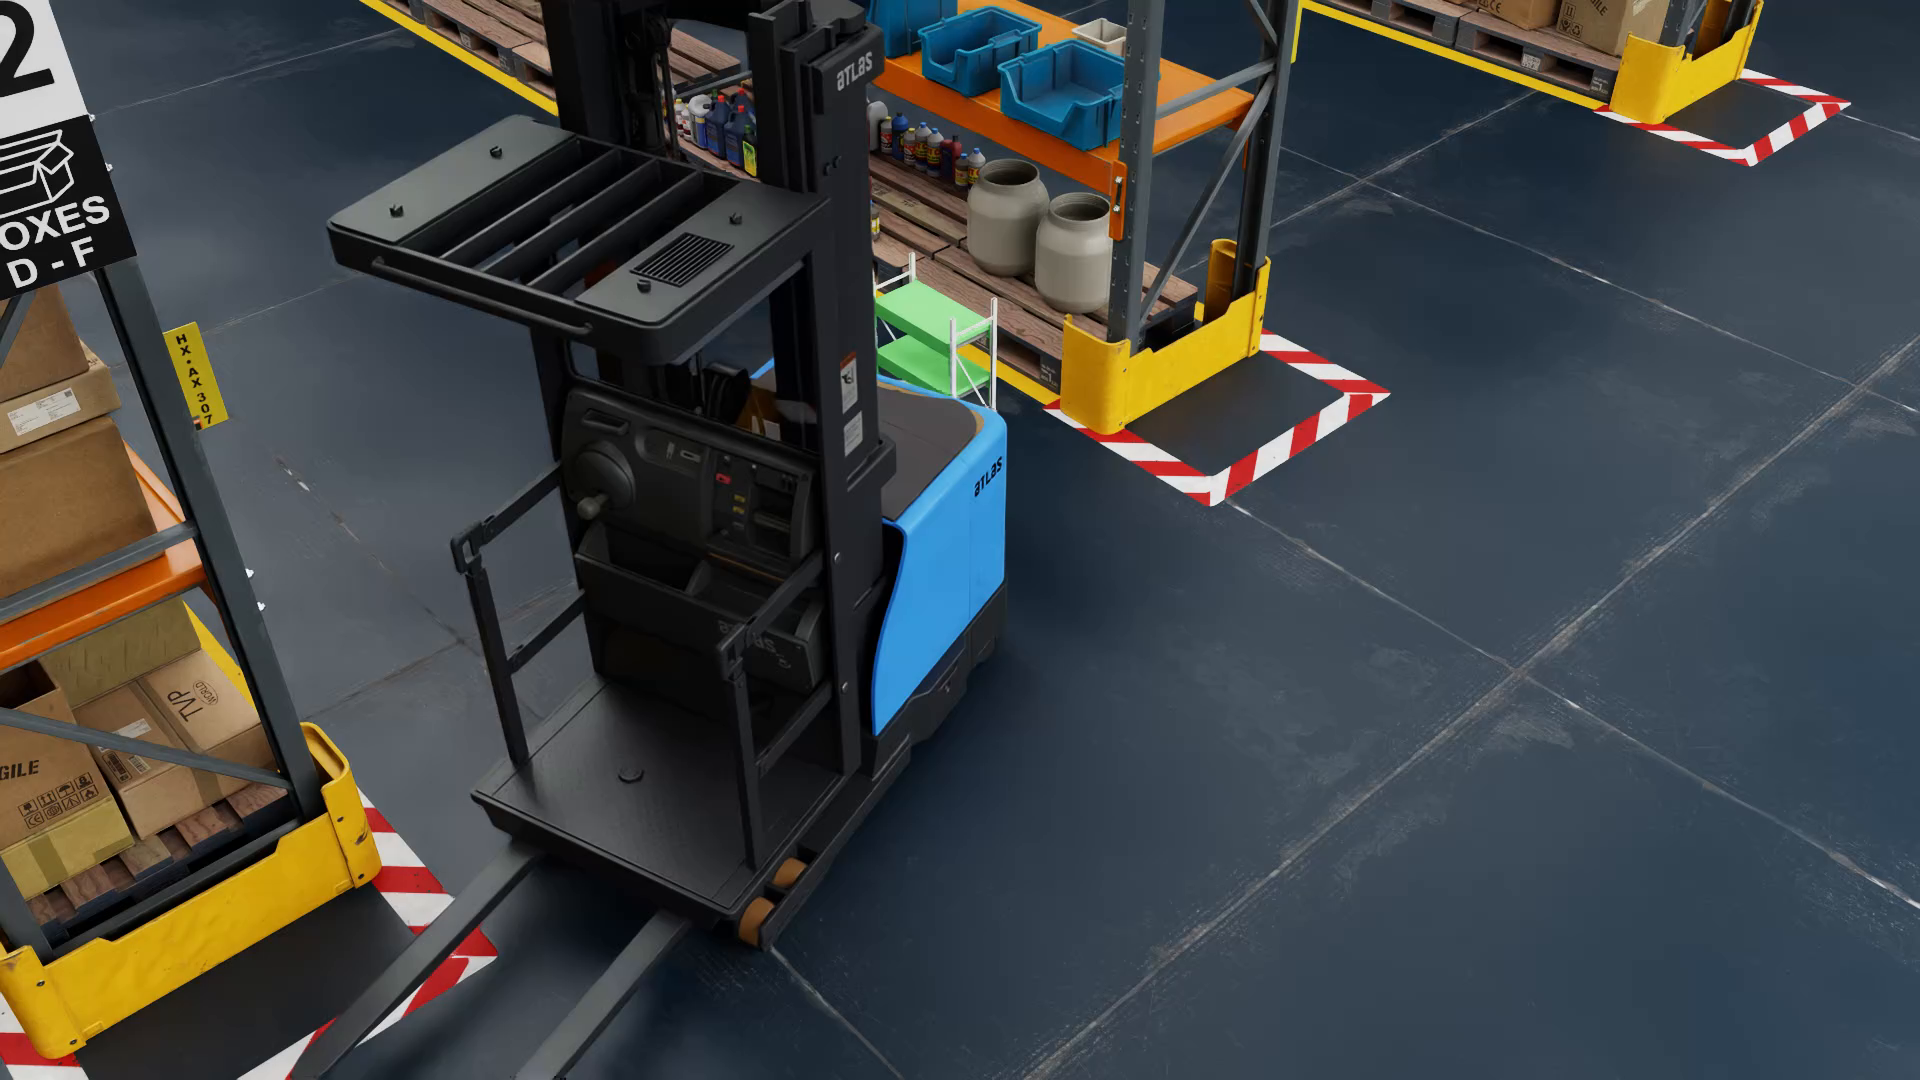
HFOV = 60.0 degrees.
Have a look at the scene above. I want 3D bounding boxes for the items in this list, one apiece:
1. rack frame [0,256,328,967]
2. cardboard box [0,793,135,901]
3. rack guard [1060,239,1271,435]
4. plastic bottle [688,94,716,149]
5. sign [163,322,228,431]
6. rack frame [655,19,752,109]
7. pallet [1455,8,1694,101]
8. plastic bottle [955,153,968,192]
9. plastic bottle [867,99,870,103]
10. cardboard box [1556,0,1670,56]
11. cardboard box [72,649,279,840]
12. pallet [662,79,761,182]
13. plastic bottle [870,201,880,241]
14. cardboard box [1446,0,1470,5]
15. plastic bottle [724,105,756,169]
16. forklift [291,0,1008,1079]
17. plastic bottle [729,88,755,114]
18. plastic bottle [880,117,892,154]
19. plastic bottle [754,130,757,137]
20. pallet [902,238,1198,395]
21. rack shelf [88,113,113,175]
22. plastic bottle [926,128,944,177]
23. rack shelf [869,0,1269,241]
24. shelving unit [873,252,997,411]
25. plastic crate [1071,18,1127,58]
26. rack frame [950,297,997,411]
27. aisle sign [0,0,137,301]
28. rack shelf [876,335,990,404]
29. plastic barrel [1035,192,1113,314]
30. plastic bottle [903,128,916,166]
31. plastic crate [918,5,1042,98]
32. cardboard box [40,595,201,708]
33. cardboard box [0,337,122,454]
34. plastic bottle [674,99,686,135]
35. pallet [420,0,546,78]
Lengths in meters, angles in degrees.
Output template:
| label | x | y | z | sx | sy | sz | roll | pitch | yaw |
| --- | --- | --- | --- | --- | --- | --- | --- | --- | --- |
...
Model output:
| label | x | y | z | sx | sy | sz | roll | pitch | yaw |
| --- | --- | --- | --- | --- | --- | --- | --- | --- | --- |
| rack frame | -2.563 | 0.144 | 4.684 | 1.000 | 3.000 | 0.127 | -30 | 48 | -32 |
| cardboard box | -3.143 | 0.928 | 5.568 | 0.500 | 0.250 | 0.500 | -30 | 48 | -32 |
| rack guard | 1.002 | -1.001 | 8.092 | 1.175 | 0.500 | 0.348 | -30 | 48 | -32 |
| plastic bottle | -1.486 | -2.450 | 9.714 | 0.152 | 0.276 | 0.135 | -28 | 47 | -30 |
| sign | -2.150 | -0.456 | 4.675 | 0.100 | 0.325 | 0.005 | -30 | 48 | -32 |
| rack frame | -1.617 | -3.810 | 9.580 | 1.000 | 3.000 | 0.127 | -30 | 48 | -32 |
| pallet | 4.161 | -3.405 | 11.298 | 1.003 | 0.211 | 1.213 | -30 | 48 | -32 |
| plastic bottle | 0.021 | -2.061 | 9.291 | 0.097 | 0.201 | 0.097 | 0 | 39 | 0 |
| plastic bottle | -0.621 | -2.537 | 9.762 | 0.144 | 0.351 | 0.185 | -30 | 48 | -32 |
| cardboard box | 4.326 | -3.551 | 10.914 | 0.500 | 0.500 | 0.500 | -21 | 44 | -24 |
| cardboard box | -2.762 | 0.708 | 5.840 | 0.500 | 0.250 | 0.500 | -30 | 48 | -32 |
| pallet | -1.194 | -2.397 | 10.049 | 1.003 | 0.211 | 1.213 | -30 | 48 | -32 |
| plastic bottle | -0.477 | -1.705 | 8.851 | 0.097 | 0.201 | 0.097 | 0 | 39 | 0 |
| cardboard box | 3.487 | -4.110 | 11.607 | 0.500 | 0.500 | 0.500 | -25 | 45 | -28 |
| plastic bottle | -1.249 | -2.313 | 9.485 | 0.185 | 0.351 | 0.144 | 32 | 49 | 33 |
| forklift | -0.963 | -0.107 | 5.050 | 1.130 | 2.935 | 3.031 | 19 | 43 | 22 |
| plastic bottle | -1.271 | -2.462 | 9.669 | 0.144 | 0.351 | 0.185 | -30 | 48 | -32 |
| plastic bottle | -0.414 | -2.359 | 9.660 | 0.097 | 0.201 | 0.097 | 0 | 39 | 0 |
| plastic bottle | -1.122 | -2.230 | 9.445 | 0.097 | 0.271 | 0.097 | 0 | 39 | 0 |
| pallet | 0.456 | -1.267 | 8.651 | 1.003 | 0.211 | 1.213 | -30 | 48 | -32 |
| rack shelf | -3.916 | -1.668 | 5.113 | 1.077 | 0.370 | 4.000 | -30 | 48 | -32 |
| plastic bottle | -0.140 | -2.199 | 9.406 | 0.097 | 0.271 | 0.097 | 0 | 39 | 0 |
| rack shelf | -0.265 | -2.604 | 8.660 | 1.077 | 0.370 | 4.000 | -30 | 48 | -32 |
| shelving unit | -0.112 | -0.543 | 6.968 | 0.258 | 1.200 | 0.503 | -30 | 48 | -32 |
| plastic crate | 0.720 | -2.407 | 8.053 | 0.298 | 0.136 | 0.250 | -30 | 48 | -32 |
| rack frame | 0.053 | -0.430 | 6.828 | 0.240 | 1.200 | 0.015 | -30 | 48 | -32 |
| aisle sign | -2.293 | -0.967 | 3.991 | 0.394 | 0.787 | 0.004 | -30 | 48 | -32 |
| rack shelf | -0.112 | -0.680 | 6.857 | 0.258 | 0.148 | 0.480 | -30 | 48 | -32 |
| plastic barrel | 0.587 | -1.426 | 8.275 | 0.421 | 0.512 | 0.421 | 0 | 39 | 0 |
| plastic bottle | -0.275 | -2.264 | 9.542 | 0.097 | 0.201 | 0.097 | 0 | 39 | 0 |
| plastic crate | 0.094 | -2.308 | 7.839 | 0.499 | 0.251 | 0.408 | -30 | 48 | -32 |
| cardboard box | -3.102 | 0.186 | 5.890 | 0.500 | 0.500 | 0.500 | -30 | 48 | -32 |
| cardboard box | -2.670 | -0.420 | 4.787 | 0.380 | 0.149 | 0.250 | -30 | 48 | -32 |
| plastic bottle | -1.656 | -2.512 | 9.850 | 0.097 | 0.201 | 0.097 | 0 | 39 | 0 |
| pallet | -3.006 | -3.637 | 11.585 | 1.003 | 0.211 | 1.213 | -30 | 48 | -32 |
